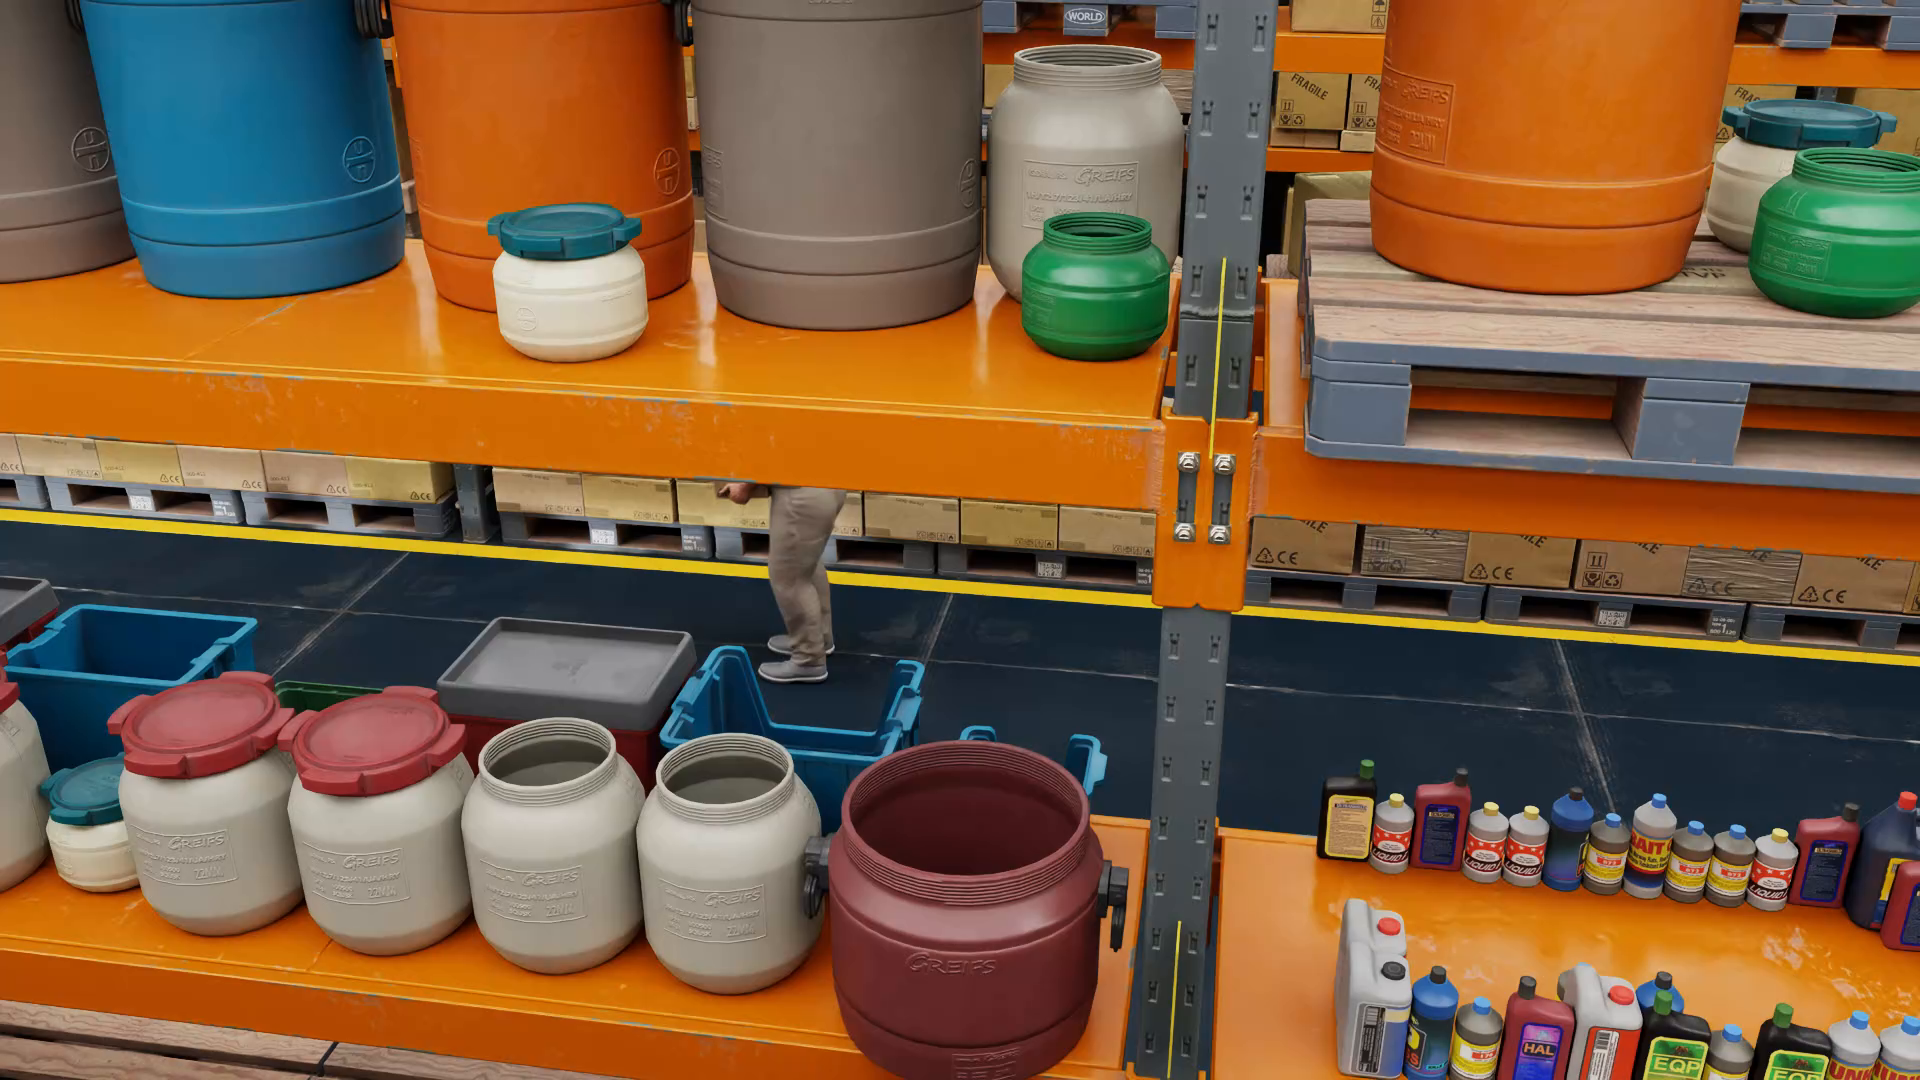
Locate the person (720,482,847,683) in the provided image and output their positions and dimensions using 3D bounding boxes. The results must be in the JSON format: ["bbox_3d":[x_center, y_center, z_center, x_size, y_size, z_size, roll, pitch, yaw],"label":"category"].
[{"bbox_3d":[-0.797,-0.185,7.541,0.530,1.712,0.493,4,25,10],"label":"person"}]
